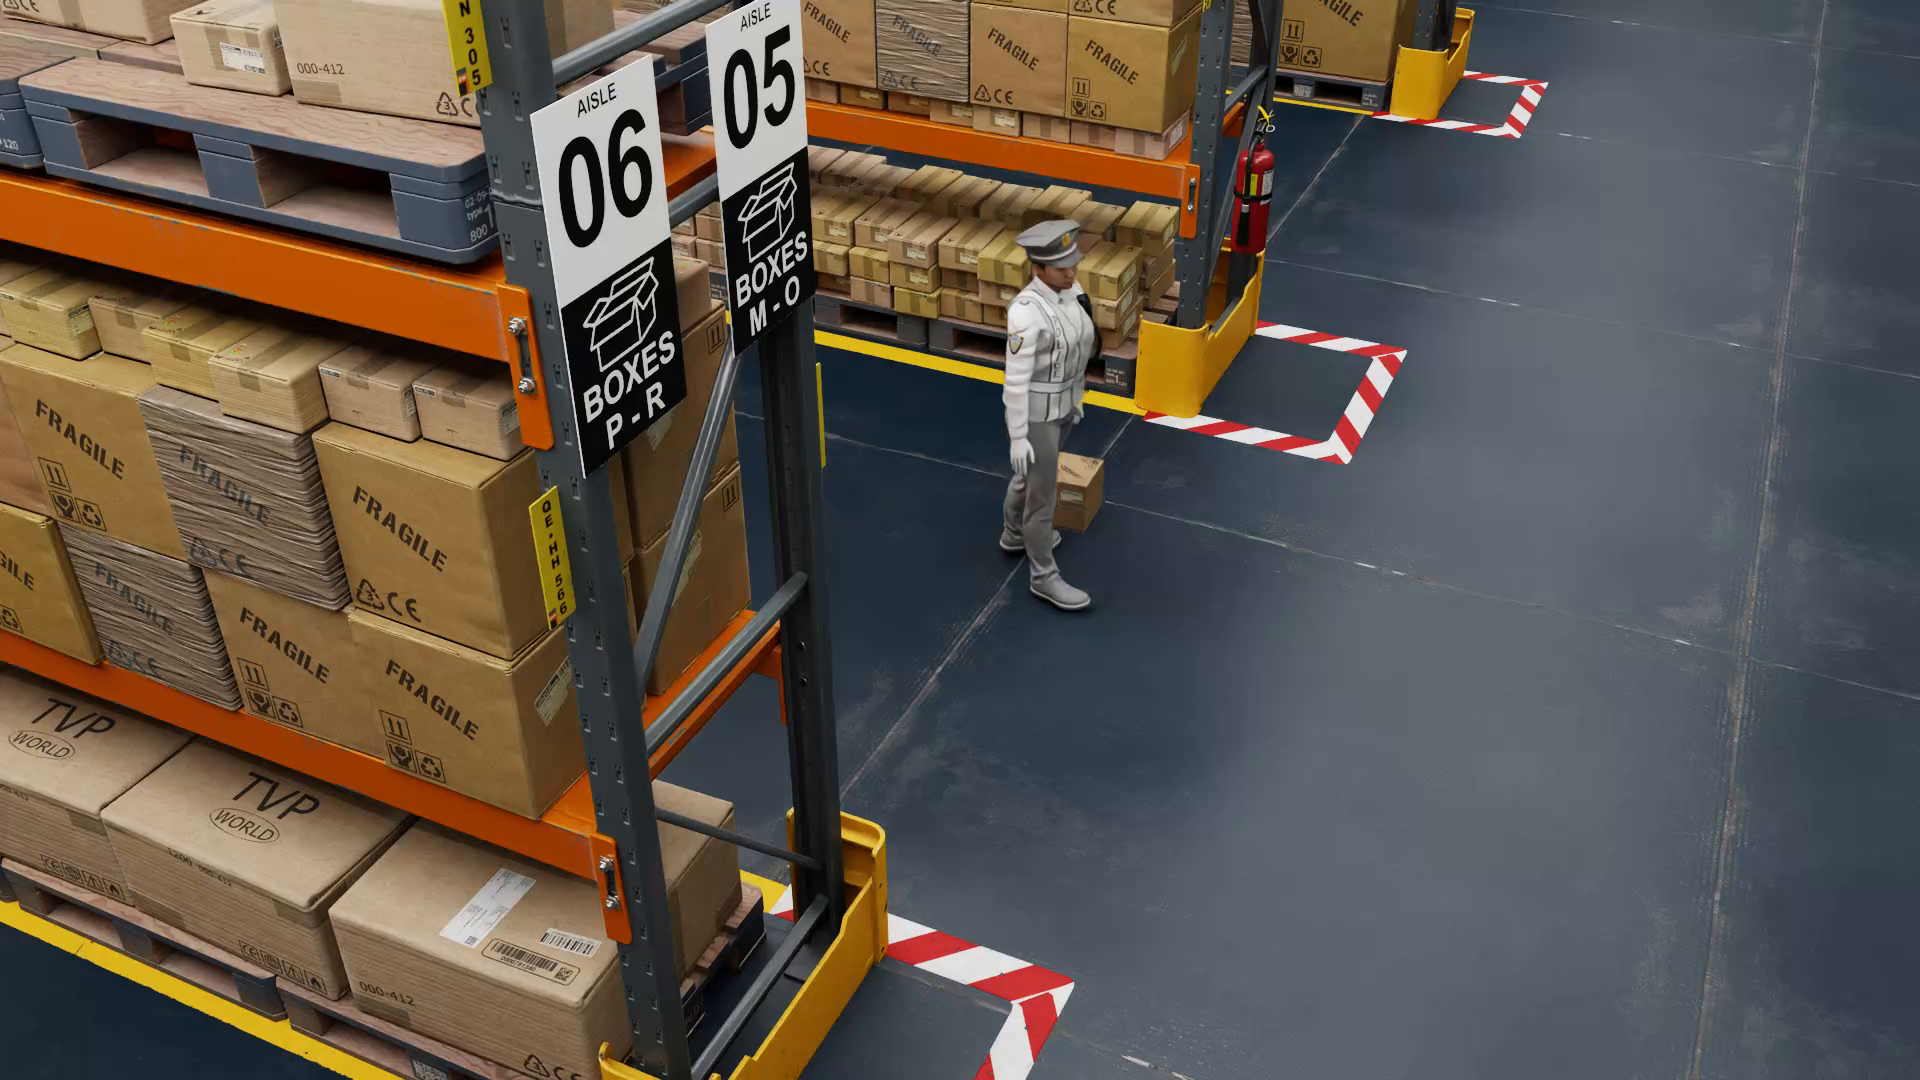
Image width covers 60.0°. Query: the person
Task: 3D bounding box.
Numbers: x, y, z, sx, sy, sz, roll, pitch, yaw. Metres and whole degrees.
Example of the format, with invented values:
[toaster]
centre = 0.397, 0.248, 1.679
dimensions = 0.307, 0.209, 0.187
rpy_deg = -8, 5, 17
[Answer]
[person]
centre = 0.366, -0.524, 6.879
dimensions = 0.560, 1.665, 0.628
rpy_deg = 17, 38, 24
